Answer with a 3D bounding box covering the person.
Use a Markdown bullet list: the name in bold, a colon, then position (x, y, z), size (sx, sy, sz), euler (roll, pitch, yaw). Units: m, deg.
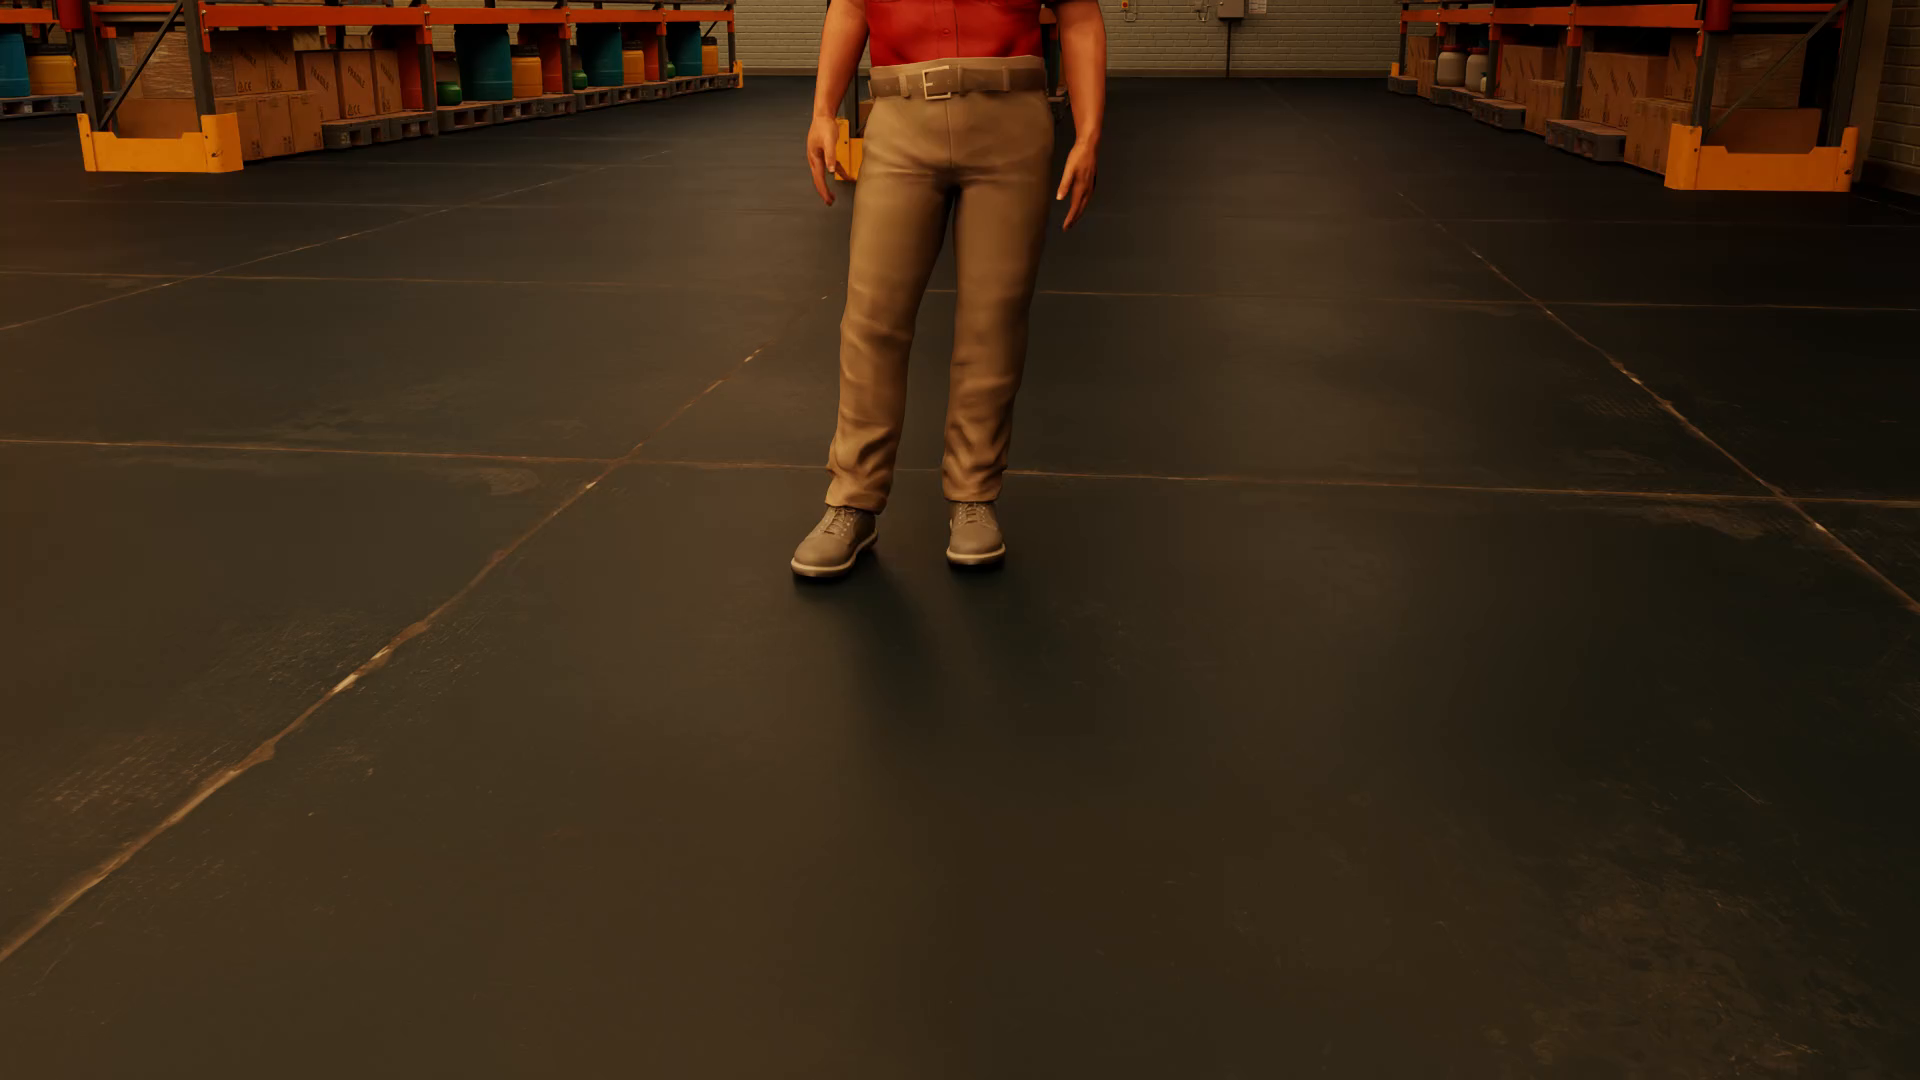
- **person**: position (-0.023, -0.805, 3.481), size (0.640, 1.727, 0.551), euler (2, 18, 7)
